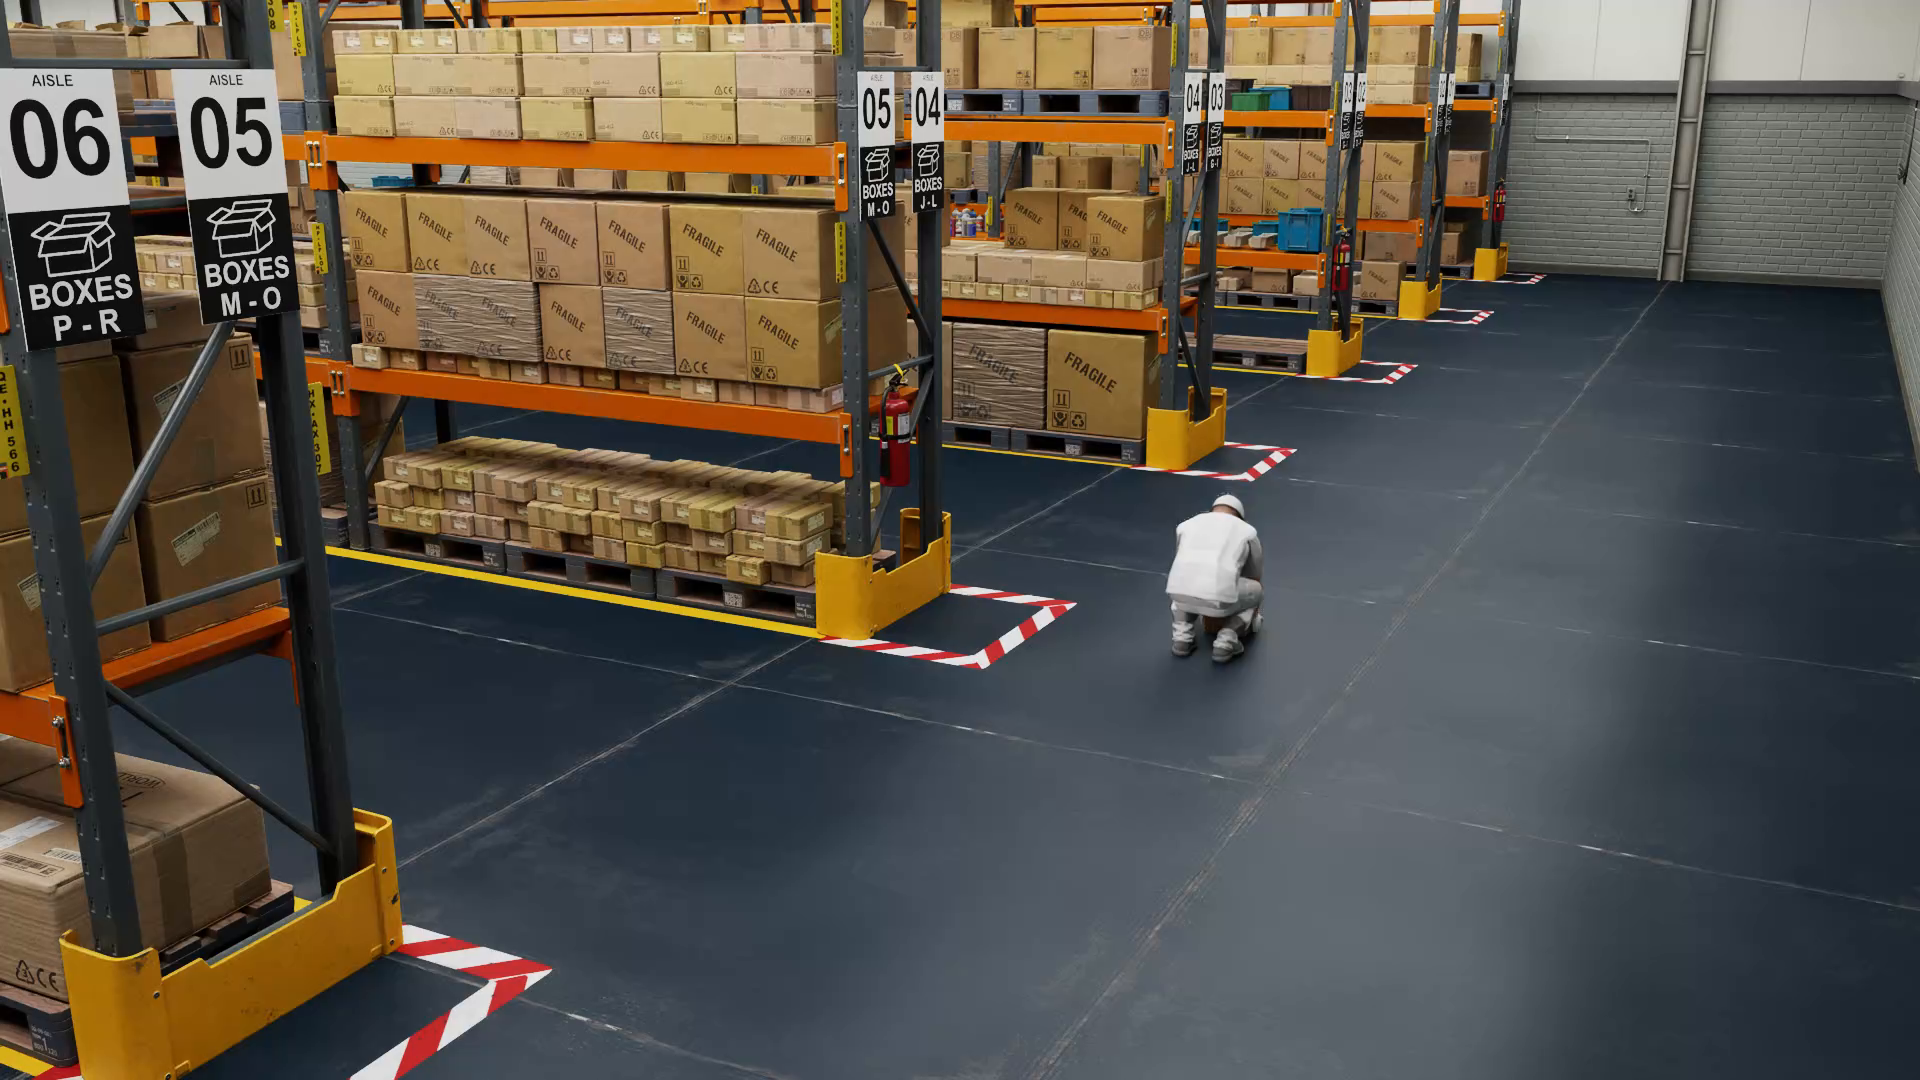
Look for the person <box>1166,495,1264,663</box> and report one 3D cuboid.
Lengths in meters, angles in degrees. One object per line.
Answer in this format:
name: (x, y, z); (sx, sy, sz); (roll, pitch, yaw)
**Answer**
person: (1.465, 0.248, 9.548); (0.551, 0.873, 0.911); (8, 17, 25)
